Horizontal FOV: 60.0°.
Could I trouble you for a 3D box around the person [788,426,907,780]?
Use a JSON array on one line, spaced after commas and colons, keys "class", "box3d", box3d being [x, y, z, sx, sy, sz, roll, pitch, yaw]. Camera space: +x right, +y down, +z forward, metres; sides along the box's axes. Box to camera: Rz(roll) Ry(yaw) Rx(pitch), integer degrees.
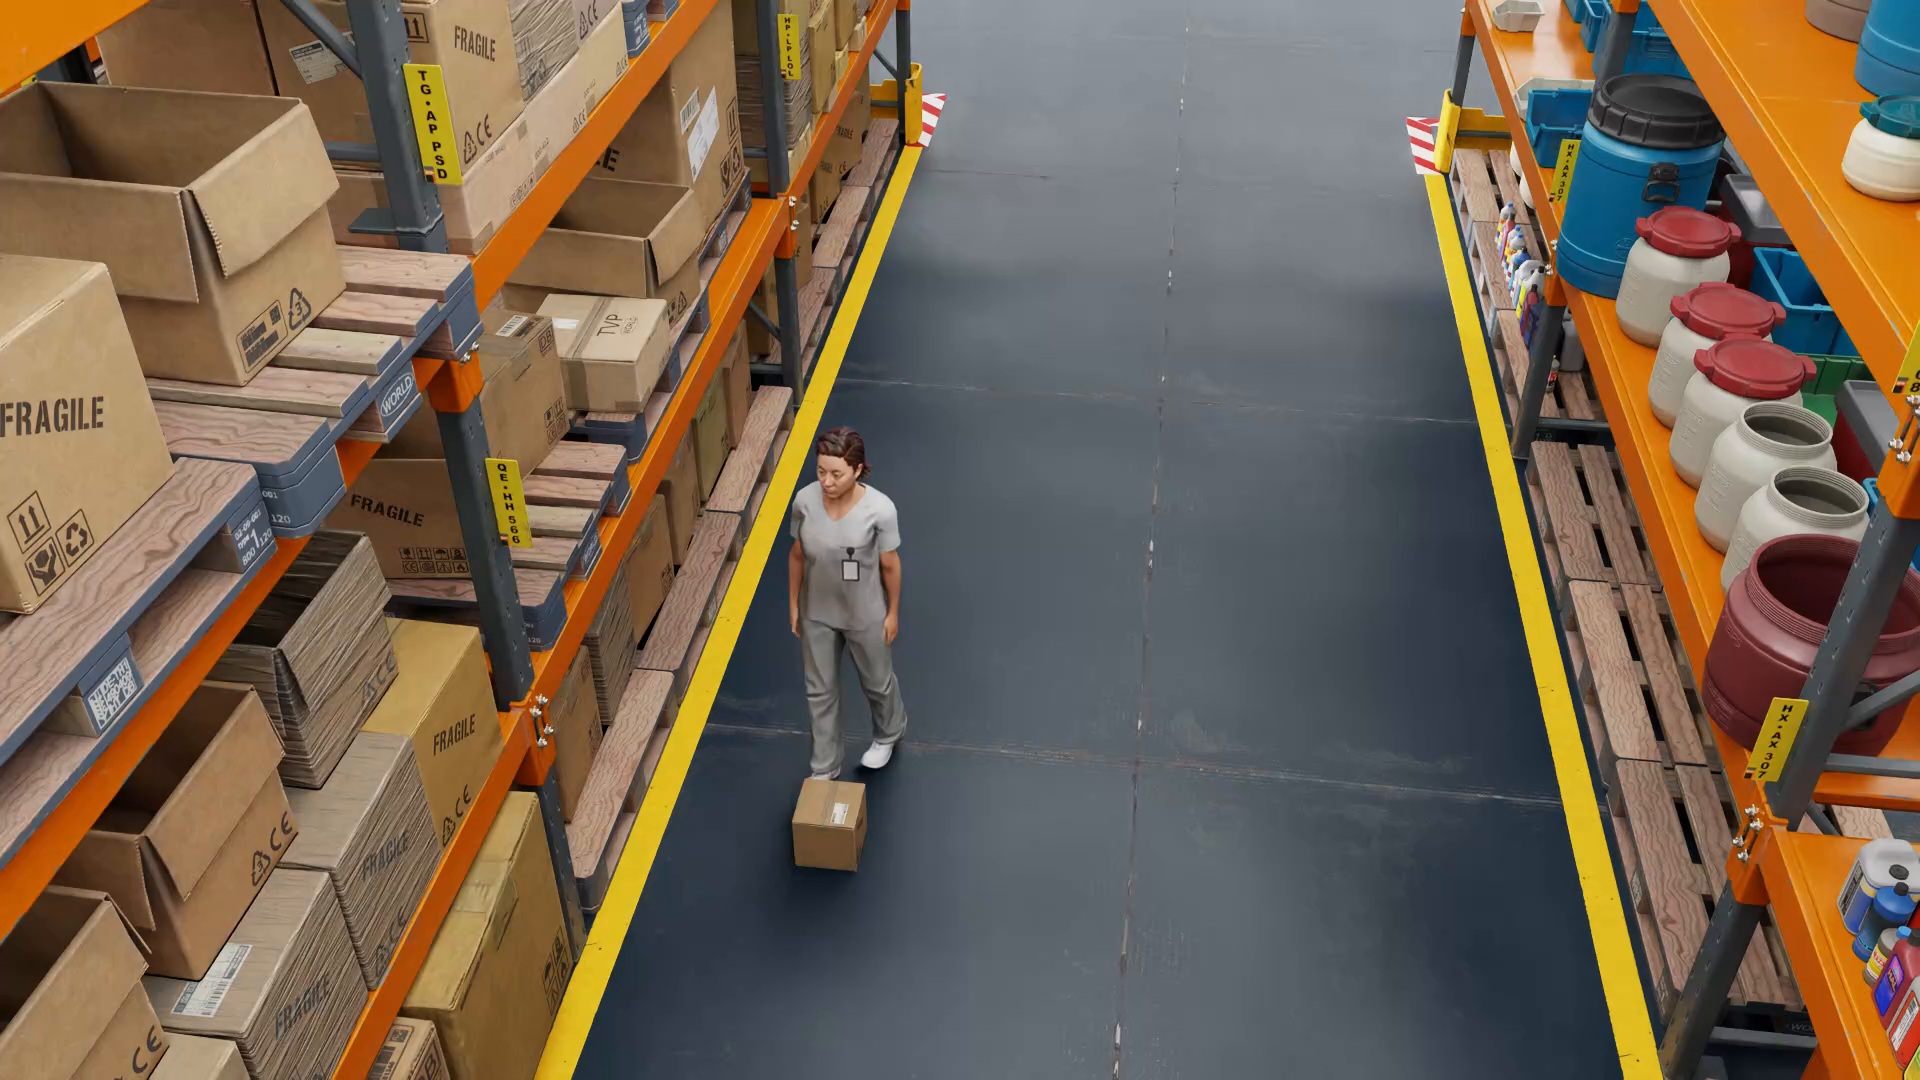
[{"class": "person", "box3d": [-0.470, 0.306, 6.620, 0.453, 1.678, 0.591, 9, 37, 12]}]
